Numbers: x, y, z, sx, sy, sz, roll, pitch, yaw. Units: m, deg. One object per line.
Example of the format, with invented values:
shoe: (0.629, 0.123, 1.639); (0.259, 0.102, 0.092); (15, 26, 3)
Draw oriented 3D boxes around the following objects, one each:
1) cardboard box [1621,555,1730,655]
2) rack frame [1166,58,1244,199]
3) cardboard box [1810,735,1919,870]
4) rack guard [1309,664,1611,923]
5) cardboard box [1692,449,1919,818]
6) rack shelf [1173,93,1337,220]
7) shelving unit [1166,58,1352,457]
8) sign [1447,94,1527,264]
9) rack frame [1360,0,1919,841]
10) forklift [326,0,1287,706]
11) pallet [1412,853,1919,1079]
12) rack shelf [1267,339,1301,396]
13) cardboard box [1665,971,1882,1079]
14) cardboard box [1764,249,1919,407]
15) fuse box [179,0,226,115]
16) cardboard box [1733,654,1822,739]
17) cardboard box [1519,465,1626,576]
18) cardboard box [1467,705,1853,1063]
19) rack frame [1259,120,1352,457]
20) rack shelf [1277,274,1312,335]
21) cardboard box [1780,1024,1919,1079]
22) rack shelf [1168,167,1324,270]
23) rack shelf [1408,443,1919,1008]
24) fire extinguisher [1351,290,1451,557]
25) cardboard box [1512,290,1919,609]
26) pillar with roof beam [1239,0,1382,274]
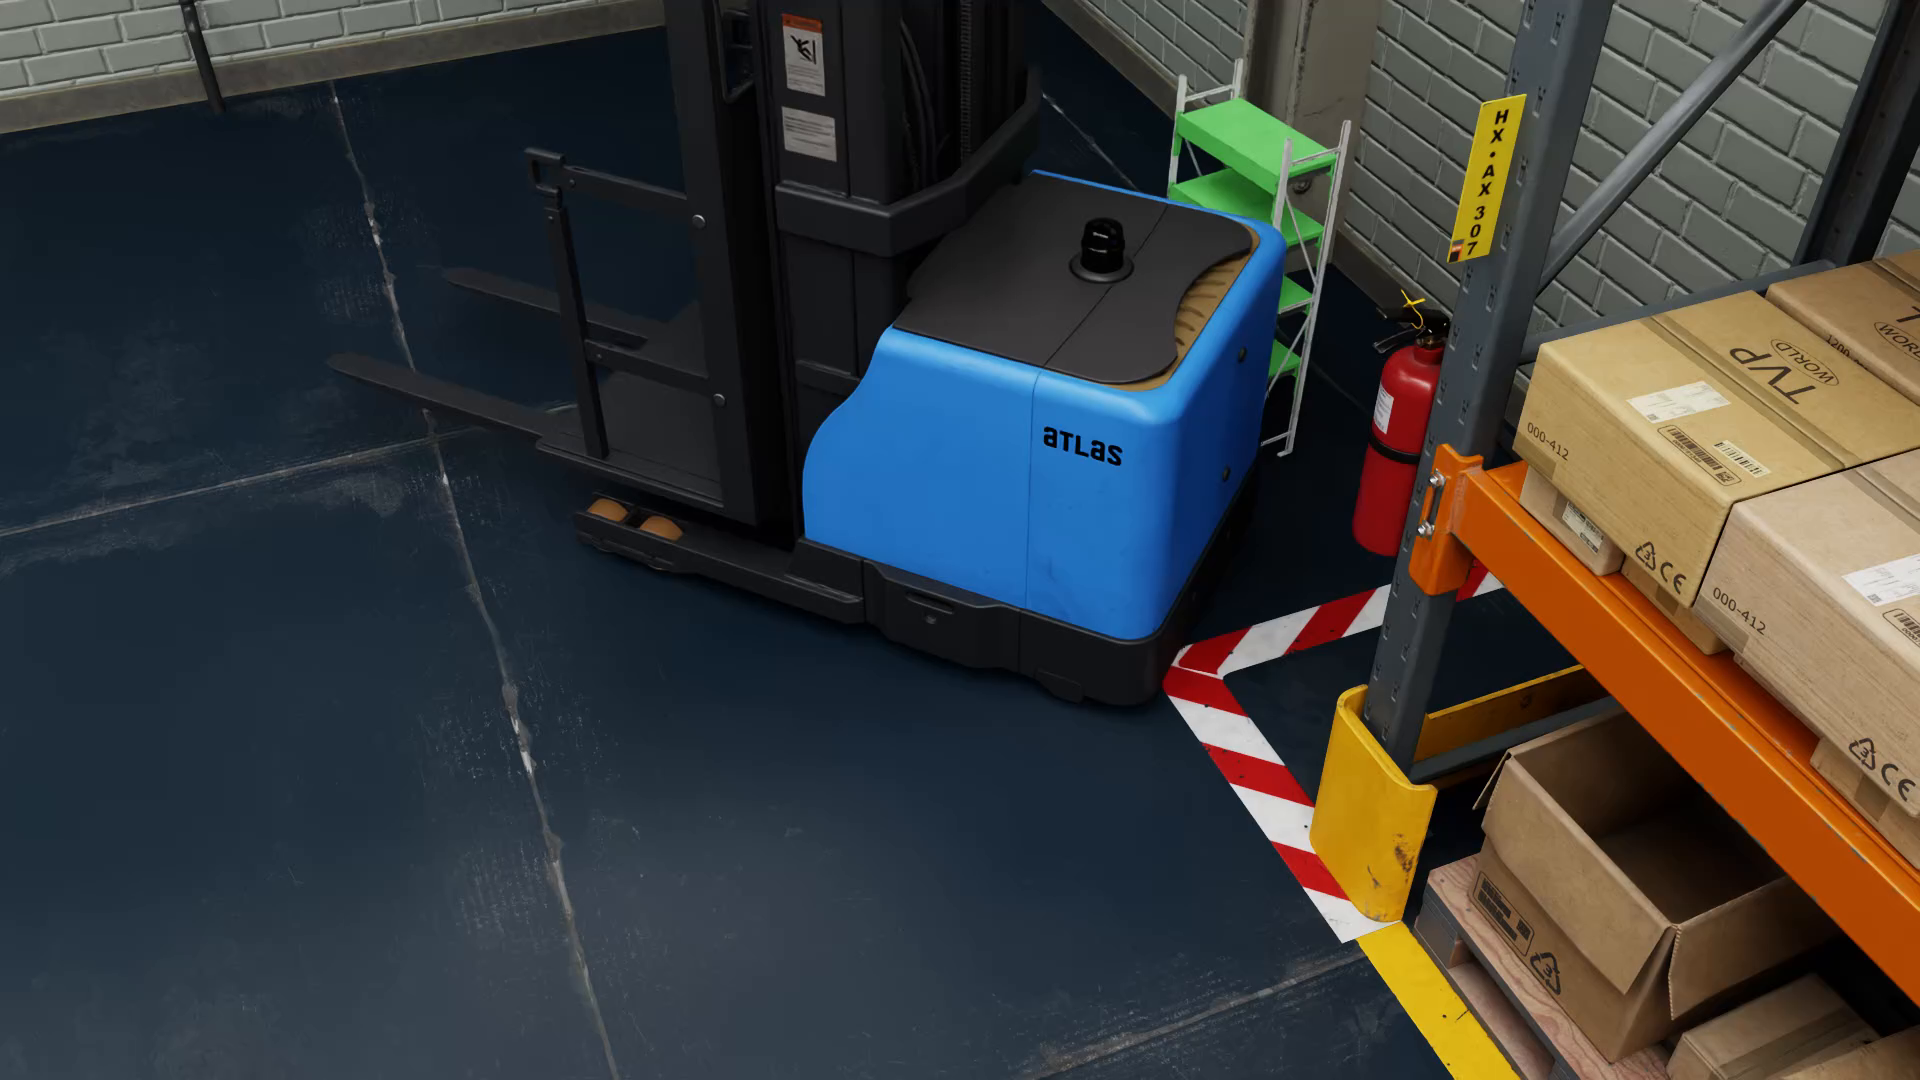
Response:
cardboard box: (1.481, 0.038, 3.098); (0.380, 0.149, 0.250); (-14, 43, -16)
rack frame: (0.761, -0.987, 5.474); (0.240, 1.200, 0.015); (-21, 45, -25)
cardboard box: (1.653, 0.355, 2.729); (0.380, 0.149, 0.250); (-14, 43, -16)
rack guard: (1.497, 0.528, 4.253); (1.175, 0.500, 0.348); (-15, 43, -17)
cardboard box: (1.586, 0.123, 2.694); (0.500, 0.250, 0.500); (-15, 43, -16)
rack shelf: (0.897, -1.170, 5.049); (0.258, 0.148, 0.480); (-21, 45, -25)
shelving unit: (0.891, -0.852, 5.317); (0.258, 1.200, 0.503); (-21, 45, -25)
sign: (0.967, -0.658, 3.051); (0.100, 0.325, 0.005); (-15, 43, -17)
rack frame: (1.468, -0.466, 3.491); (1.000, 3.000, 0.127); (-15, 43, -17)
forklift: (-0.632, -1.309, 4.524); (3.031, 2.935, 1.130); (17, 44, 19)
pallet: (1.803, 1.117, 3.789); (1.003, 0.211, 1.213); (-15, 43, -17)
rack shelf: (0.886, -0.620, 5.513); (0.258, 0.148, 0.480); (-21, 45, -25)
cardboard box: (1.741, 1.114, 3.519); (0.380, 0.149, 0.250); (-17, 43, -19)
cardboard box: (1.889, -0.311, 3.198); (0.500, 0.250, 0.500); (-14, 43, -16)
fuse box: (-3.299, -2.564, 6.919); (0.539, 1.711, 0.414); (-15, 43, -17)
cardboard box: (1.613, 0.187, 2.924); (0.380, 0.149, 0.250); (-16, 43, -17)
cardboard box: (1.341, -0.104, 3.263); (0.380, 0.149, 0.250); (-15, 43, -17)
cardboard box: (1.615, 0.714, 3.712); (0.797, 0.503, 0.637); (-17, 43, -19)
rack frame: (1.021, -0.718, 5.161); (0.240, 1.200, 0.015); (-21, 45, -25)
rack shelf: (0.890, -0.804, 5.358); (0.258, 0.148, 0.480); (-21, 45, -25)
cardboard box: (1.906, 1.240, 3.103); (0.700, 0.500, 0.500); (-13, 42, -15)
rack shelf: (0.894, -0.987, 5.204); (0.258, 0.148, 0.480); (-21, 45, -25)
rack shelf: (2.234, 1.012, 2.324); (1.077, 0.370, 4.000); (-15, 43, -17)
fire extinguisher: (0.985, -0.268, 3.607); (0.296, 0.674, 0.183); (-15, 43, -17)
cardboard box: (1.393, -0.181, 3.047); (0.500, 0.250, 0.500); (-15, 43, -17)
pillar with roof beam: (-2.708, -3.515, 2.436); (9.100, 9.000, 0.400); (-15, 43, -17)
